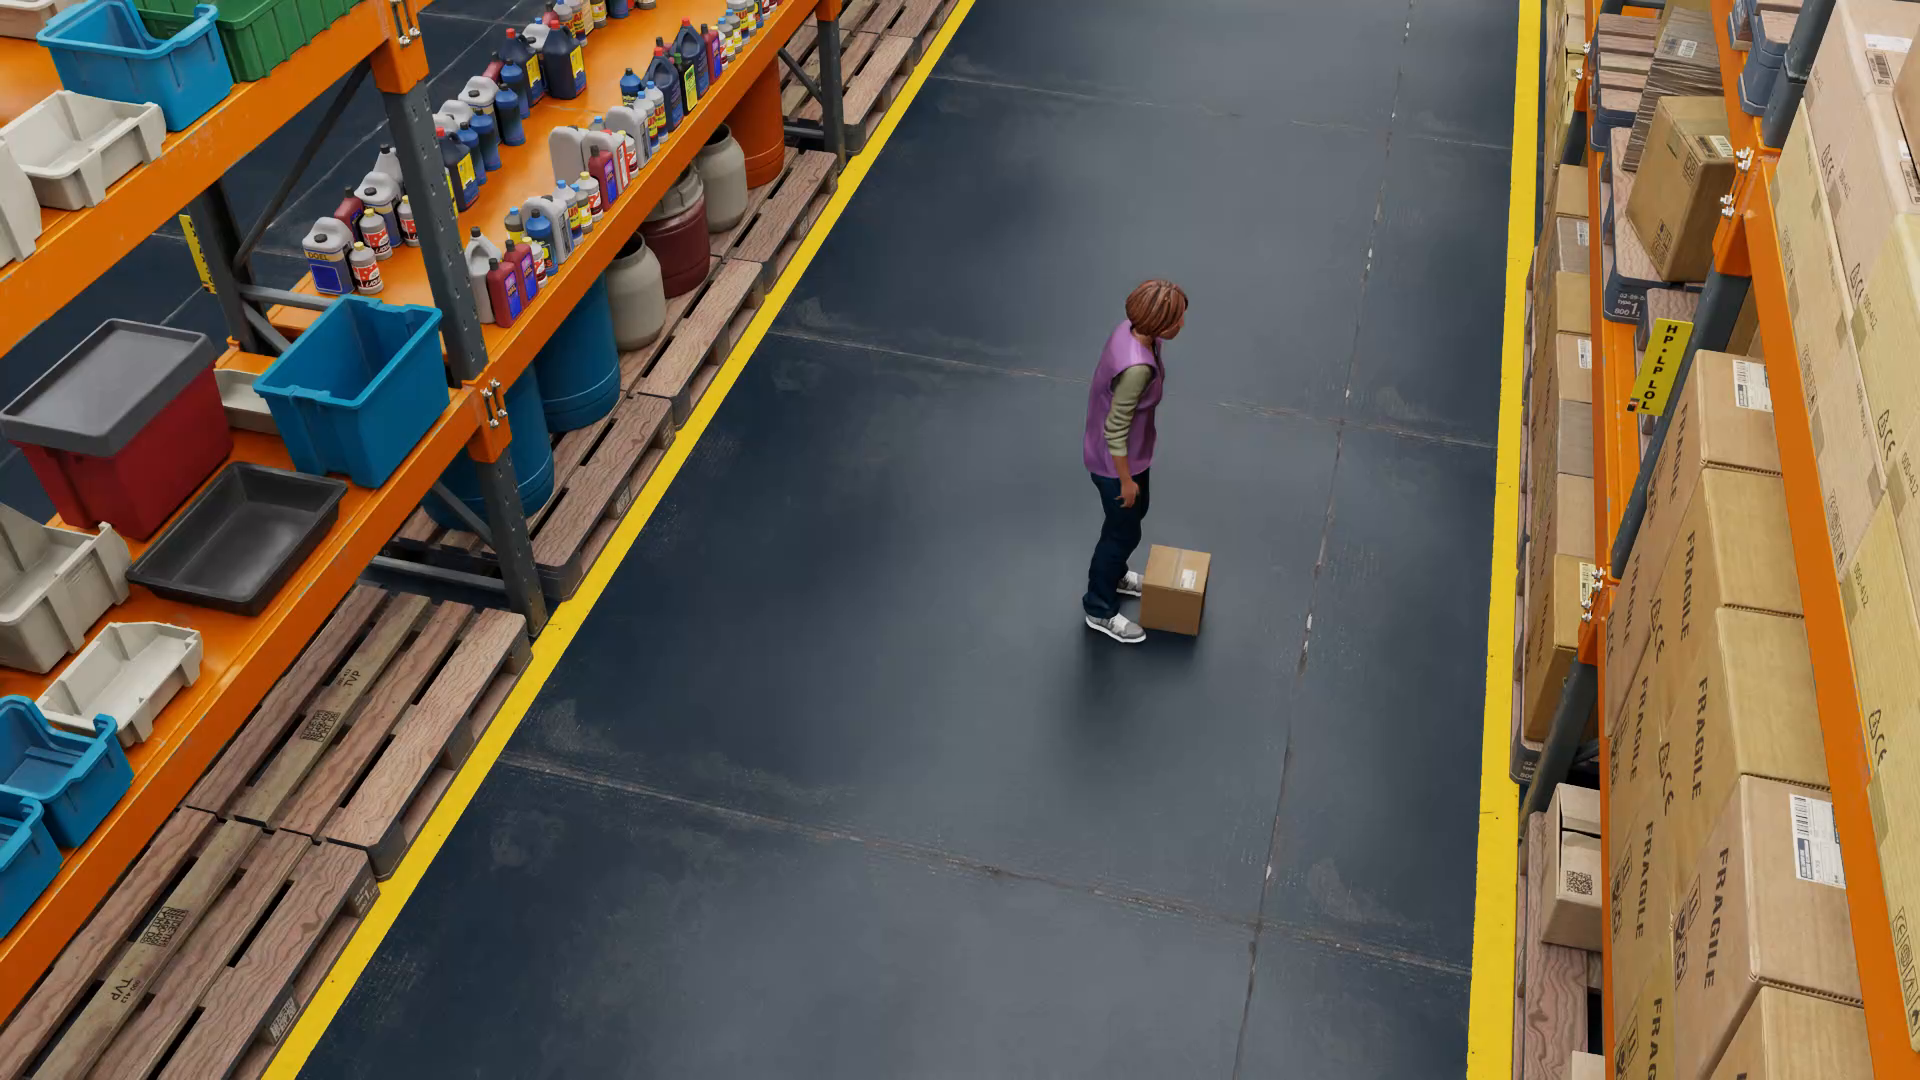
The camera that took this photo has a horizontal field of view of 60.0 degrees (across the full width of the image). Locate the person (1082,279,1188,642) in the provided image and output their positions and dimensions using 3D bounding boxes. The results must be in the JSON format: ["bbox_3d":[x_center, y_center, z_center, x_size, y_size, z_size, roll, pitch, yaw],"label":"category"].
[{"bbox_3d":[0.656,-0.329,6.539,0.345,1.591,0.478,8,42,9],"label":"person"}]
